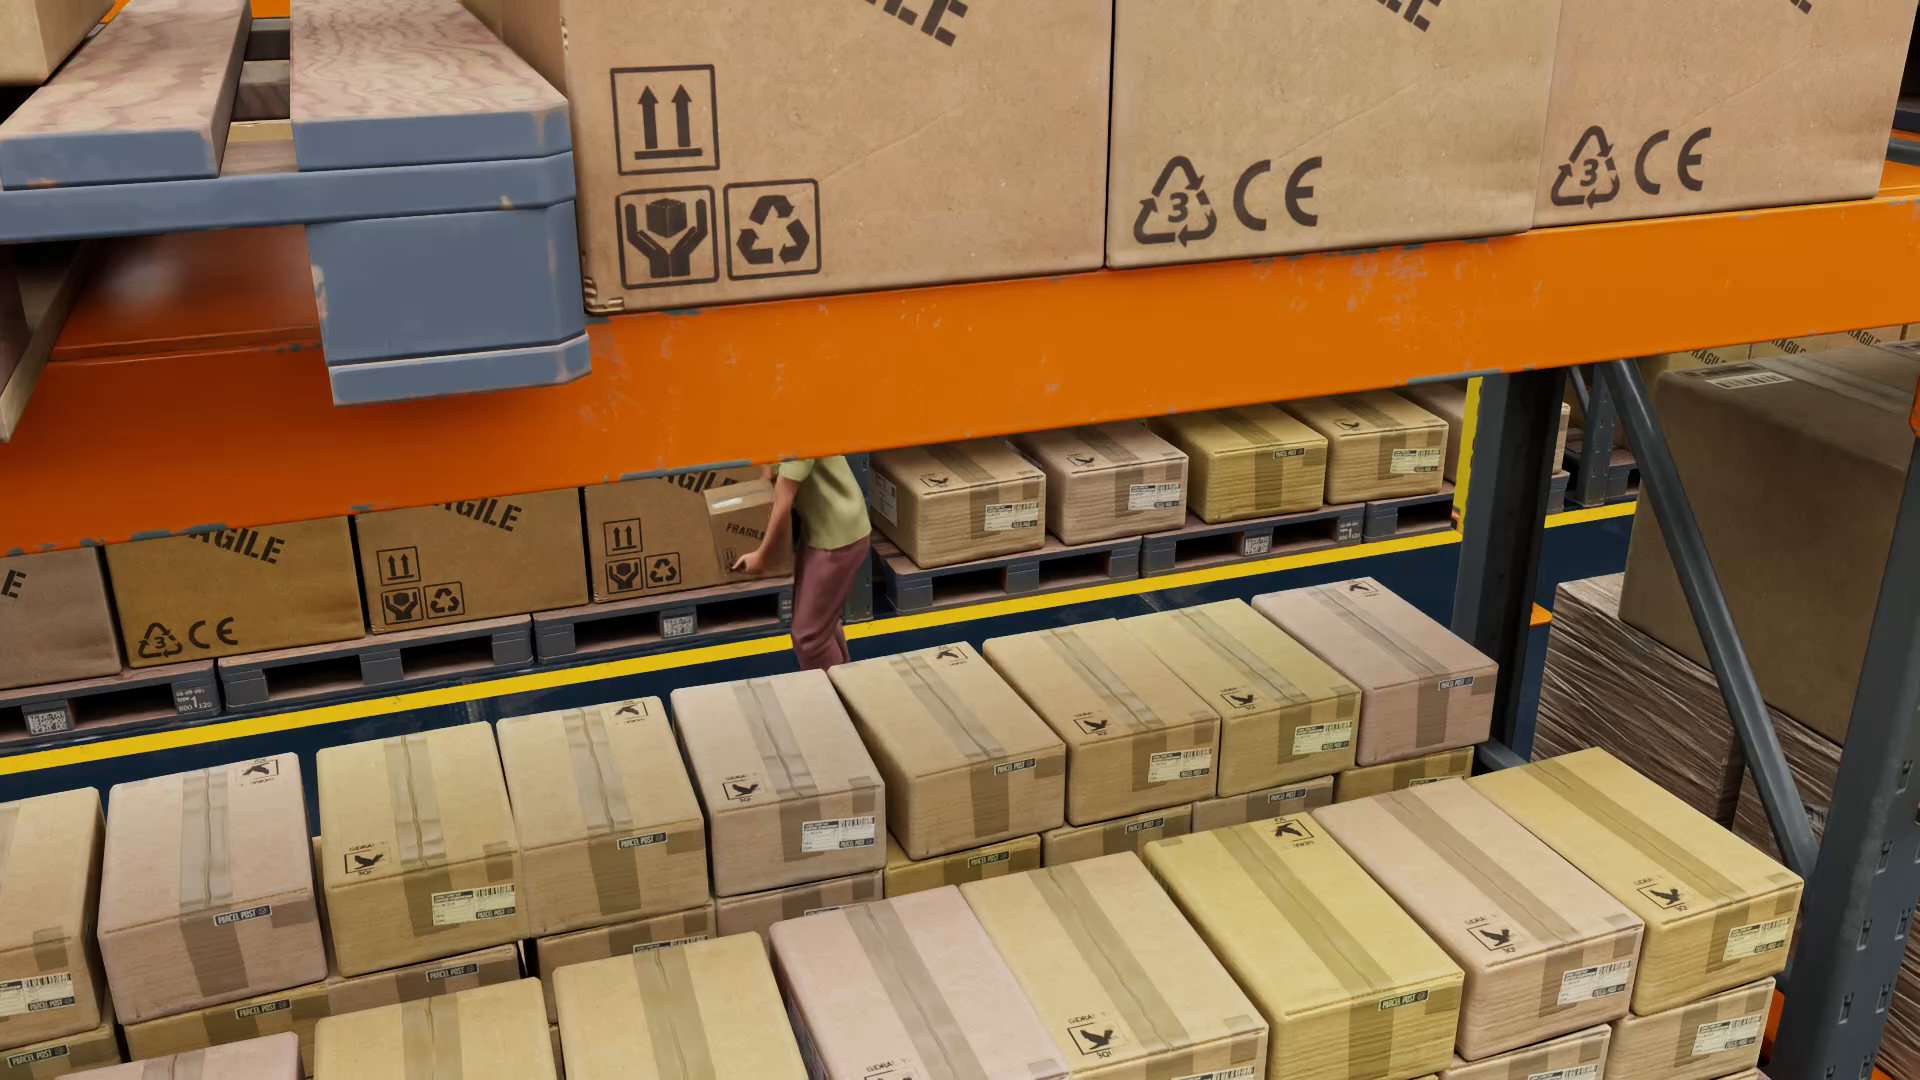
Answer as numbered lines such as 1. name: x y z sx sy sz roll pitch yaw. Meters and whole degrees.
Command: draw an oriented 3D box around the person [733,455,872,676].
1. person: -0.590 0.016 6.113 0.527 1.639 0.407 -5 23 -11
